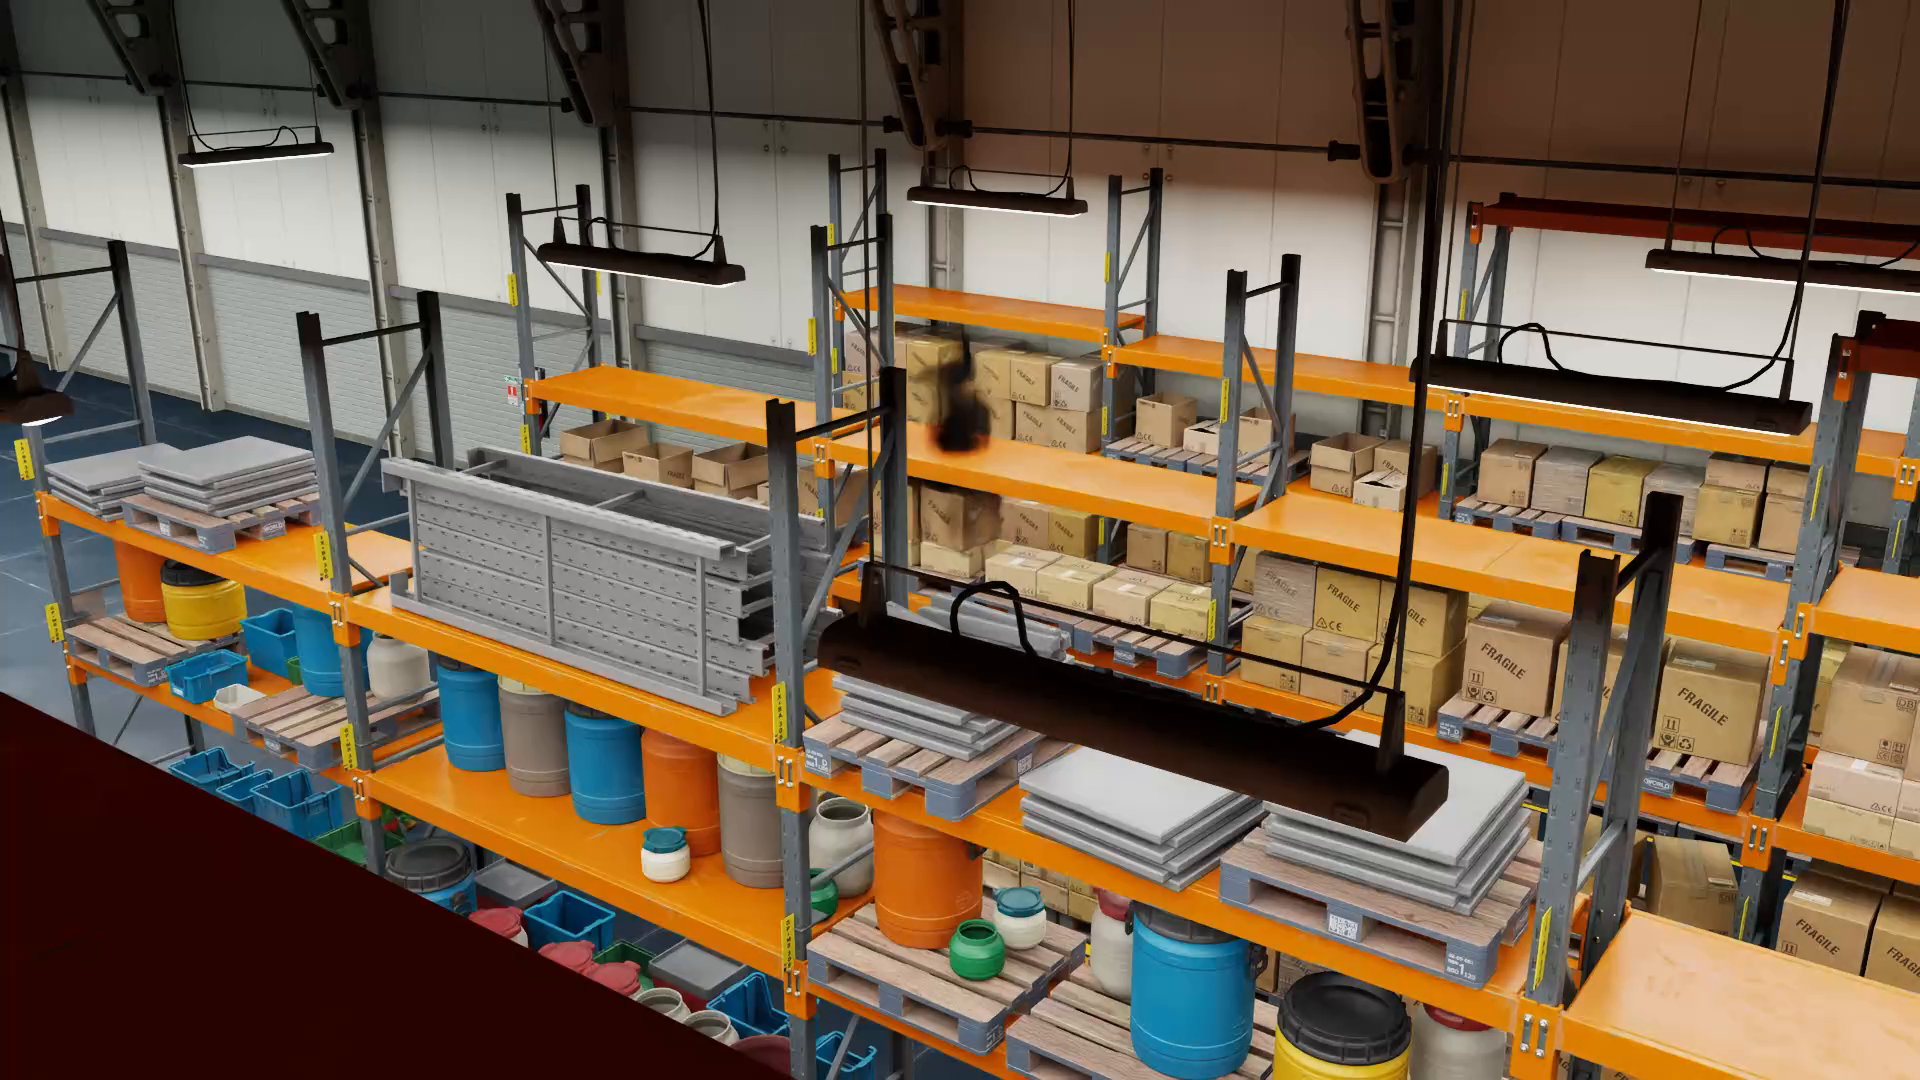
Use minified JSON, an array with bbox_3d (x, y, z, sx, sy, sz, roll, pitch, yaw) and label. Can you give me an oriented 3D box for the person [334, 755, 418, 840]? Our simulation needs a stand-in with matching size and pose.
[{"bbox_3d":[-5.586,2.153,15.842,0.564,1.747,0.675,9,21,26],"label":"person"}]
